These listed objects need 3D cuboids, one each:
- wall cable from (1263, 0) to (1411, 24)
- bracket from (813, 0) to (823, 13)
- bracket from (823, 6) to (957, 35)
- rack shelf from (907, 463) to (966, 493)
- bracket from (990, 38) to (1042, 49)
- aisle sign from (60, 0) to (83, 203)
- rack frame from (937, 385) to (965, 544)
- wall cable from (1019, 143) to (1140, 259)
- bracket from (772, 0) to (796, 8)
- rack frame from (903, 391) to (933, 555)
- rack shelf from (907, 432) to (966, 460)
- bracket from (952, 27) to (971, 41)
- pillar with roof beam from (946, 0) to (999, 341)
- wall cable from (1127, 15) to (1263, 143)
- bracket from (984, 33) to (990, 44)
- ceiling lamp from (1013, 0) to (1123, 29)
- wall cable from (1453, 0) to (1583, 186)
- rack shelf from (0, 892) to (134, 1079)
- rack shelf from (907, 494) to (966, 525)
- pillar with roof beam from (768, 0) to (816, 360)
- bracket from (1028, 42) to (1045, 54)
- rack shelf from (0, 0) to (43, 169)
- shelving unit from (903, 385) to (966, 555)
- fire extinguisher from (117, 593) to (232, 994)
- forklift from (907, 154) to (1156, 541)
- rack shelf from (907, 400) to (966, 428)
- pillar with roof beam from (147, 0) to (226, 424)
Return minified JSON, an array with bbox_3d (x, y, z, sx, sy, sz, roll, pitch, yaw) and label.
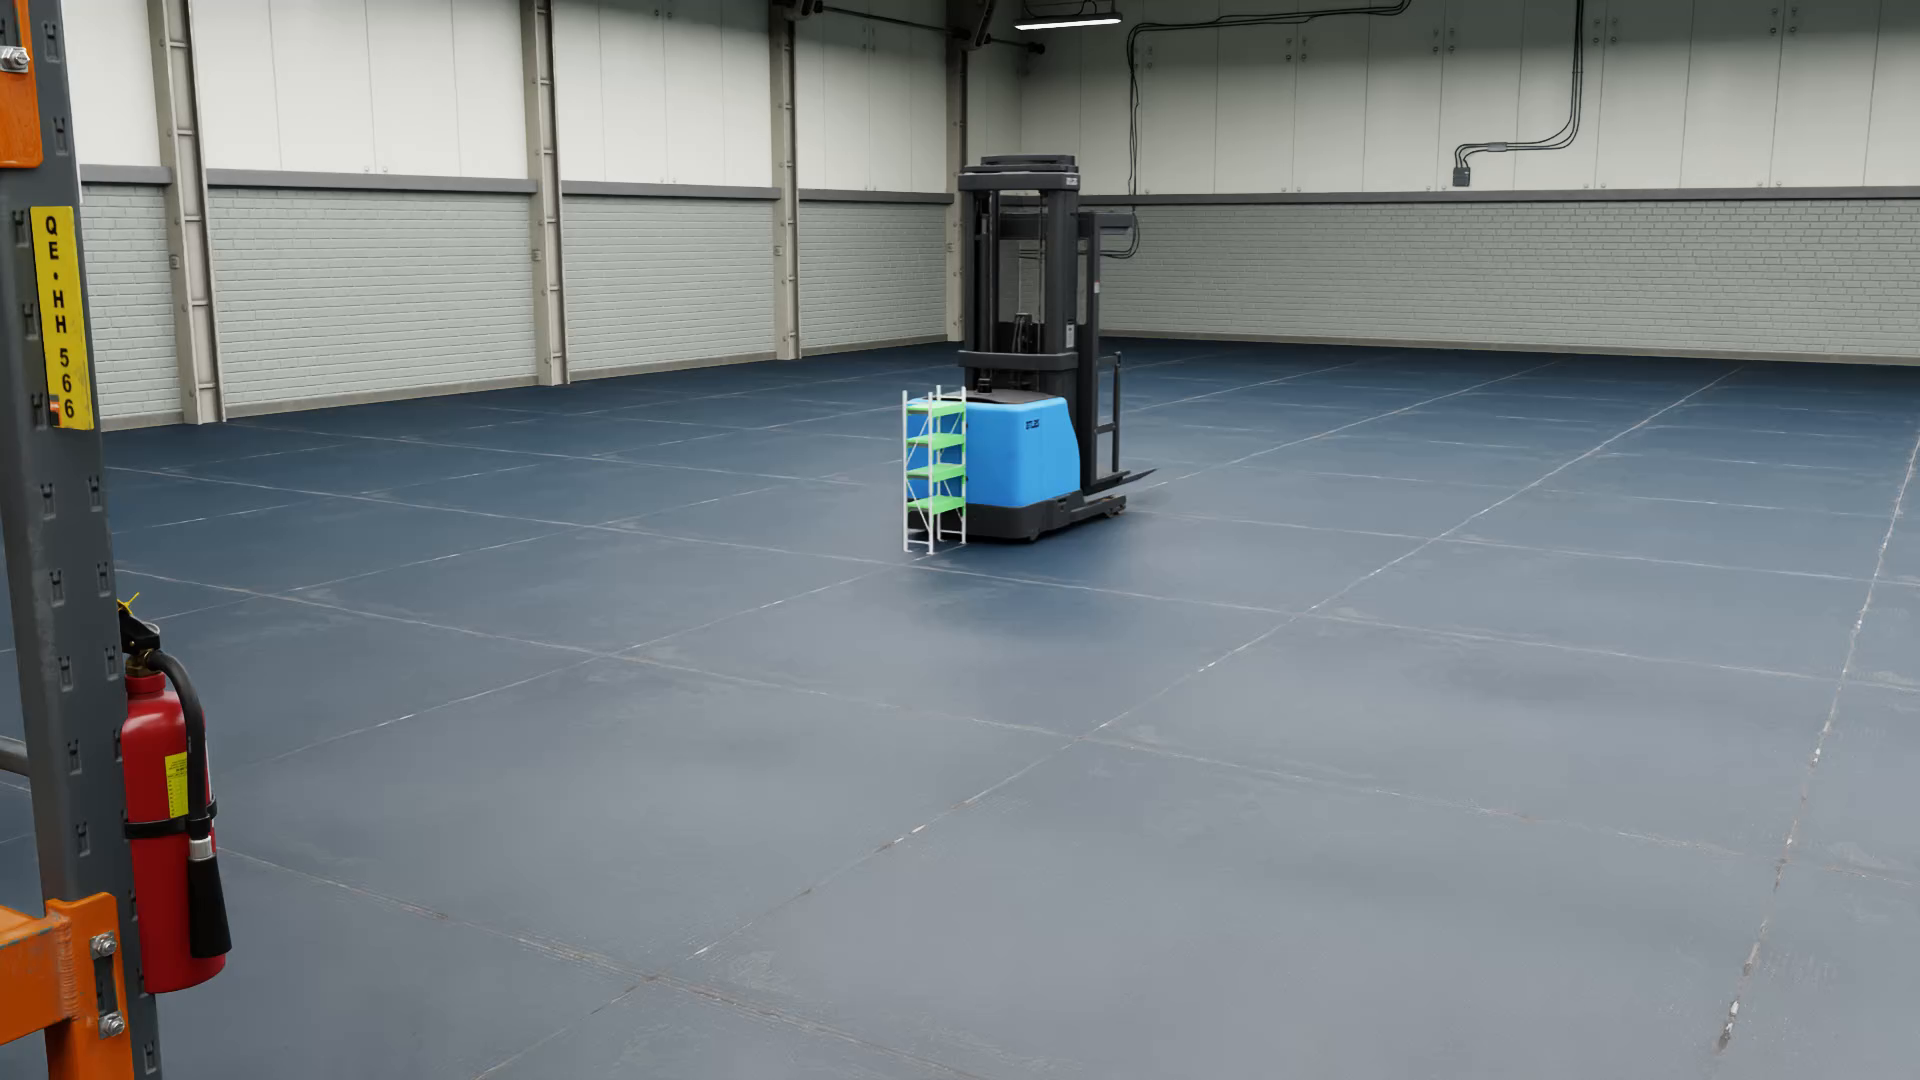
[{"bbox_3d":[7.555,-11.697,33.250,3.097,2.526,0.112,6,12,31],"label":"wall cable"},{"bbox_3d":[-2.658,-9.580,29.803,0.235,0.232,0.430,6,12,31],"label":"bracket"},{"bbox_3d":[-1.312,-9.988,31.982,0.076,0.066,4.783,6,12,31],"label":"bracket"},{"bbox_3d":[-0.188,-0.469,12.458,0.258,0.148,0.480,6,12,29],"label":"rack shelf"},{"bbox_3d":[1.380,-10.803,36.338,0.076,0.066,3.189,6,12,31],"label":"bracket"},{"bbox_3d":[-1.503,-0.918,2.555,0.394,0.787,0.004,6,12,31],"label":"aisle sign"},{"bbox_3d":[-0.066,-0.570,12.654,0.240,1.200,0.015,6,12,29],"label":"rack frame"},{"bbox_3d":[2.597,-7.533,37.093,3.097,2.526,0.112,6,12,31],"label":"wall cable"},{"bbox_3d":[-3.089,-9.449,29.106,0.235,0.232,0.430,6,12,31],"label":"bracket"},{"bbox_3d":[-0.309,-0.492,12.238,0.240,1.200,0.015,6,12,29],"label":"rack frame"},{"bbox_3d":[-0.188,-0.704,12.414,0.258,0.148,0.480,6,12,29],"label":"rack shelf"},{"bbox_3d":[0.026,-10.393,34.146,0.235,0.232,0.430,6,12,31],"label":"bracket"},{"bbox_3d":[3.617,-8.311,32.810,9.100,9.000,0.548,6,12,31],"label":"pillar with roof beam"},{"bbox_3d":[4.910,-9.757,35.247,3.097,2.526,0.112,6,12,31],"label":"wall cable"},{"bbox_3d":[0.457,-10.523,34.843,0.235,0.232,0.430,6,12,31],"label":"bracket"},{"bbox_3d":[1.991,-10.530,28.800,2.000,3.185,0.800,6,12,31],"label":"ceiling lamp"},{"bbox_3d":[10.703,-9.822,31.636,2.305,6.003,0.169,6,12,31],"label":"wall cable"},{"bbox_3d":[-2.830,1.009,1.281,1.077,0.370,4.000,6,12,31],"label":"rack shelf"},{"bbox_3d":[-0.188,-0.233,12.502,0.258,0.148,0.480,6,12,29],"label":"rack shelf"},{"bbox_3d":[0.502,-7.368,27.770,9.100,9.000,0.548,6,12,31],"label":"pillar with roof beam"},{"bbox_3d":[1.687,-10.896,36.834,0.235,0.232,0.430,6,12,31],"label":"bracket"},{"bbox_3d":[-2.830,-0.465,1.005,1.077,0.370,4.000,6,12,31],"label":"rack shelf"},{"bbox_3d":[-0.188,-0.531,12.446,0.258,1.200,0.503,6,12,29],"label":"shelving unit"},{"bbox_3d":[-1.338,0.405,2.763,0.296,0.674,0.183,6,12,31],"label":"fire extinguisher"},{"bbox_3d":[0.744,-1.660,13.772,1.130,2.935,3.031,6,12,29],"label":"forklift"},{"bbox_3d":[-0.188,-0.940,12.370,0.258,0.148,0.480,6,12,29],"label":"rack shelf"},{"bbox_3d":[-5.728,-5.481,17.689,9.100,9.000,0.400,6,12,31],"label":"pillar with roof beam"}]
